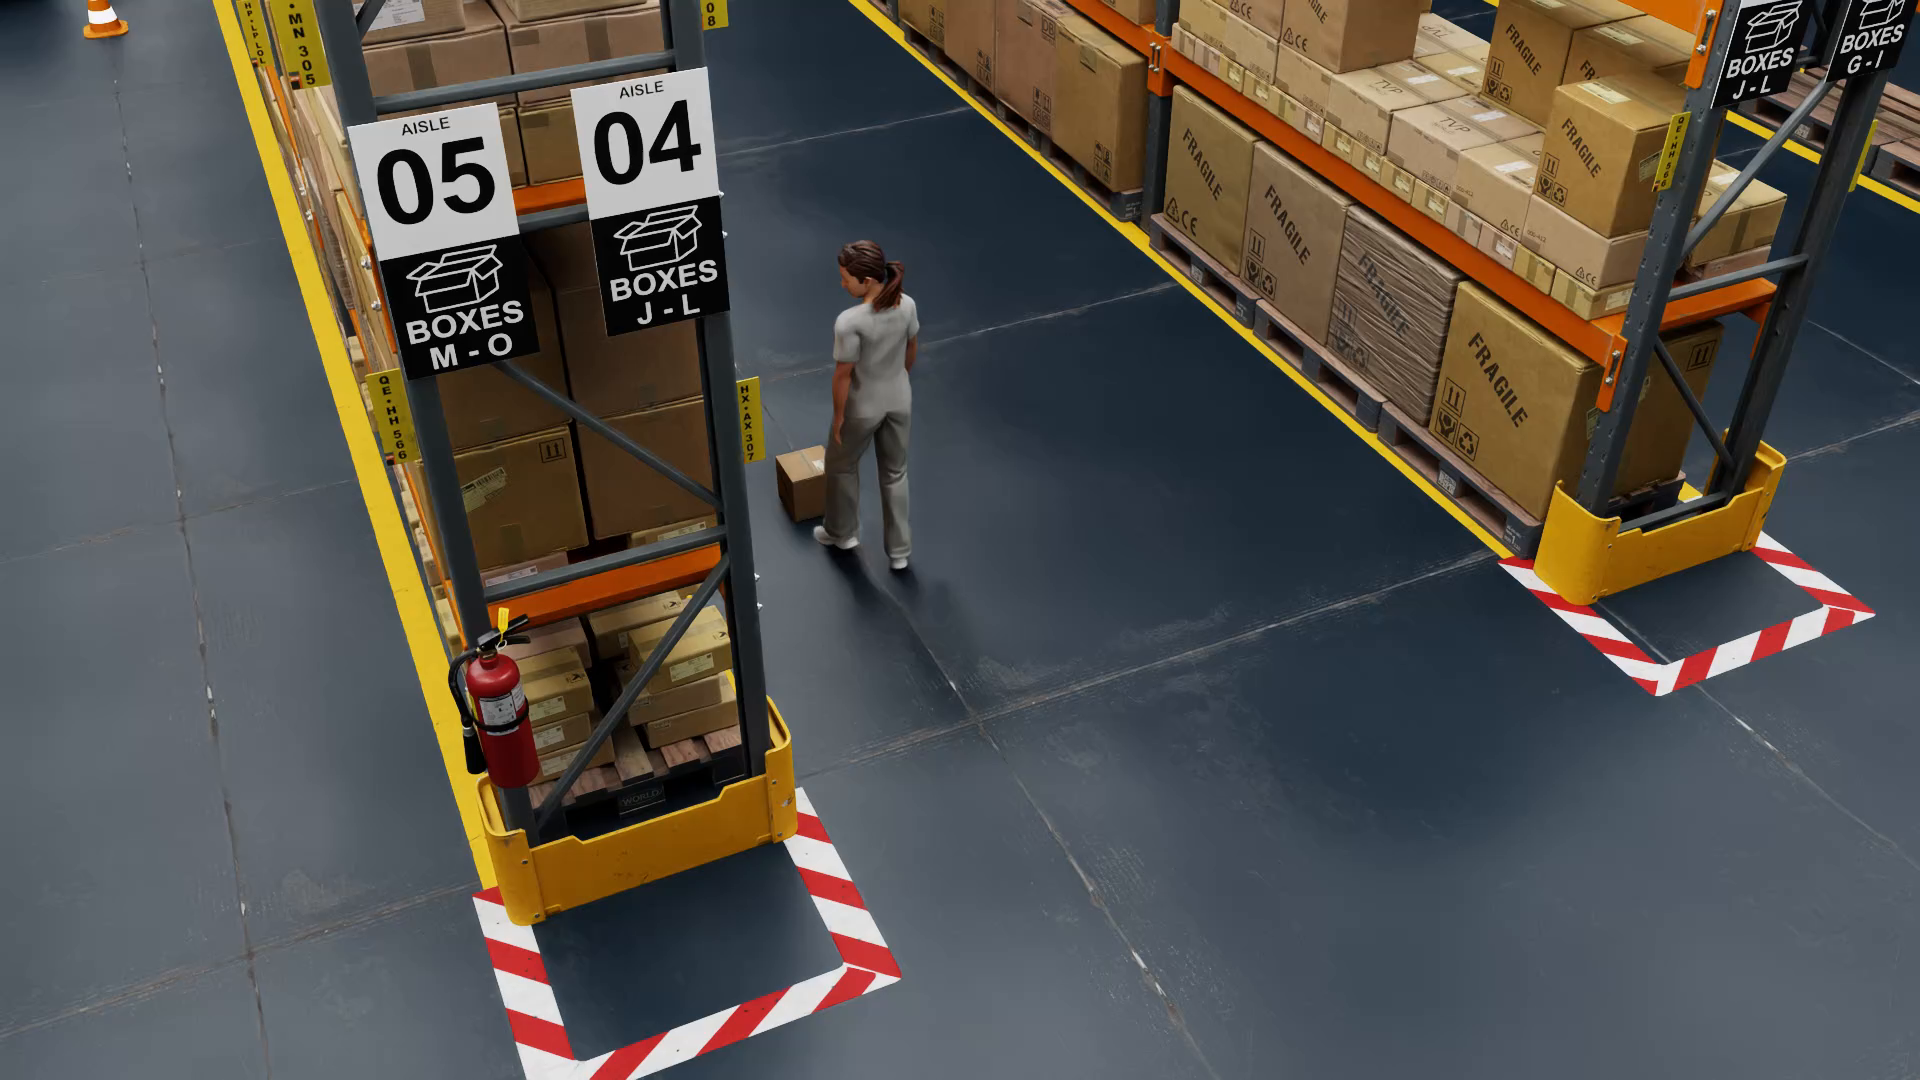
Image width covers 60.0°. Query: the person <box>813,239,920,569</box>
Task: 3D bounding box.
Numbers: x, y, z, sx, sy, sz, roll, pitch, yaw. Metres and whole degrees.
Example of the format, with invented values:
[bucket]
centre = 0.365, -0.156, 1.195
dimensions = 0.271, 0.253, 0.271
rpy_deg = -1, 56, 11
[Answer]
[person]
centre = -0.408, -0.636, 7.676
dimensions = 0.494, 1.709, 0.544
rpy_deg = -18, 41, -22
